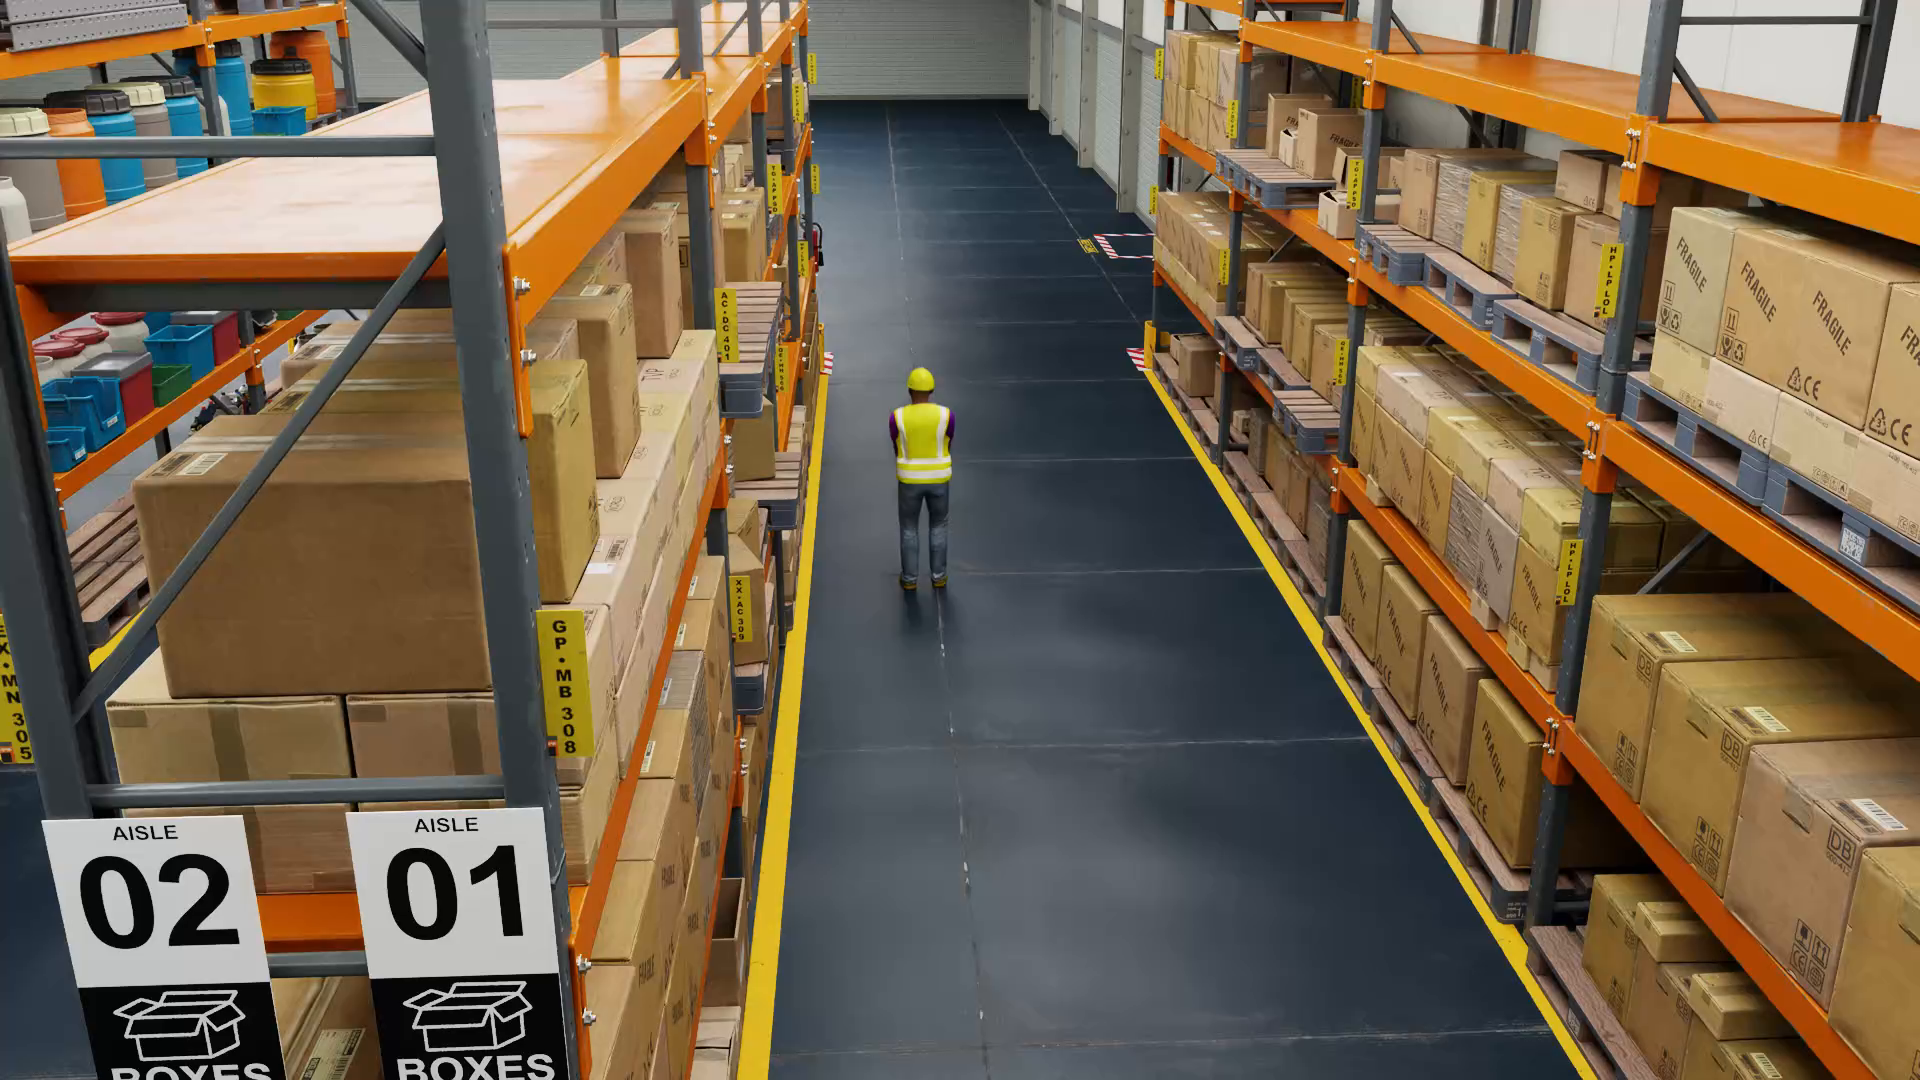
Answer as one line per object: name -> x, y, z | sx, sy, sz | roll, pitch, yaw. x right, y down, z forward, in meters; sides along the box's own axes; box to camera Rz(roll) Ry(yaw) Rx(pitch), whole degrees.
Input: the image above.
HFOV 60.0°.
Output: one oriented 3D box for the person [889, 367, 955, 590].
person -> -0.298, -0.503, 12.905 | 0.505, 1.763, 0.559 | -2, 20, -4
